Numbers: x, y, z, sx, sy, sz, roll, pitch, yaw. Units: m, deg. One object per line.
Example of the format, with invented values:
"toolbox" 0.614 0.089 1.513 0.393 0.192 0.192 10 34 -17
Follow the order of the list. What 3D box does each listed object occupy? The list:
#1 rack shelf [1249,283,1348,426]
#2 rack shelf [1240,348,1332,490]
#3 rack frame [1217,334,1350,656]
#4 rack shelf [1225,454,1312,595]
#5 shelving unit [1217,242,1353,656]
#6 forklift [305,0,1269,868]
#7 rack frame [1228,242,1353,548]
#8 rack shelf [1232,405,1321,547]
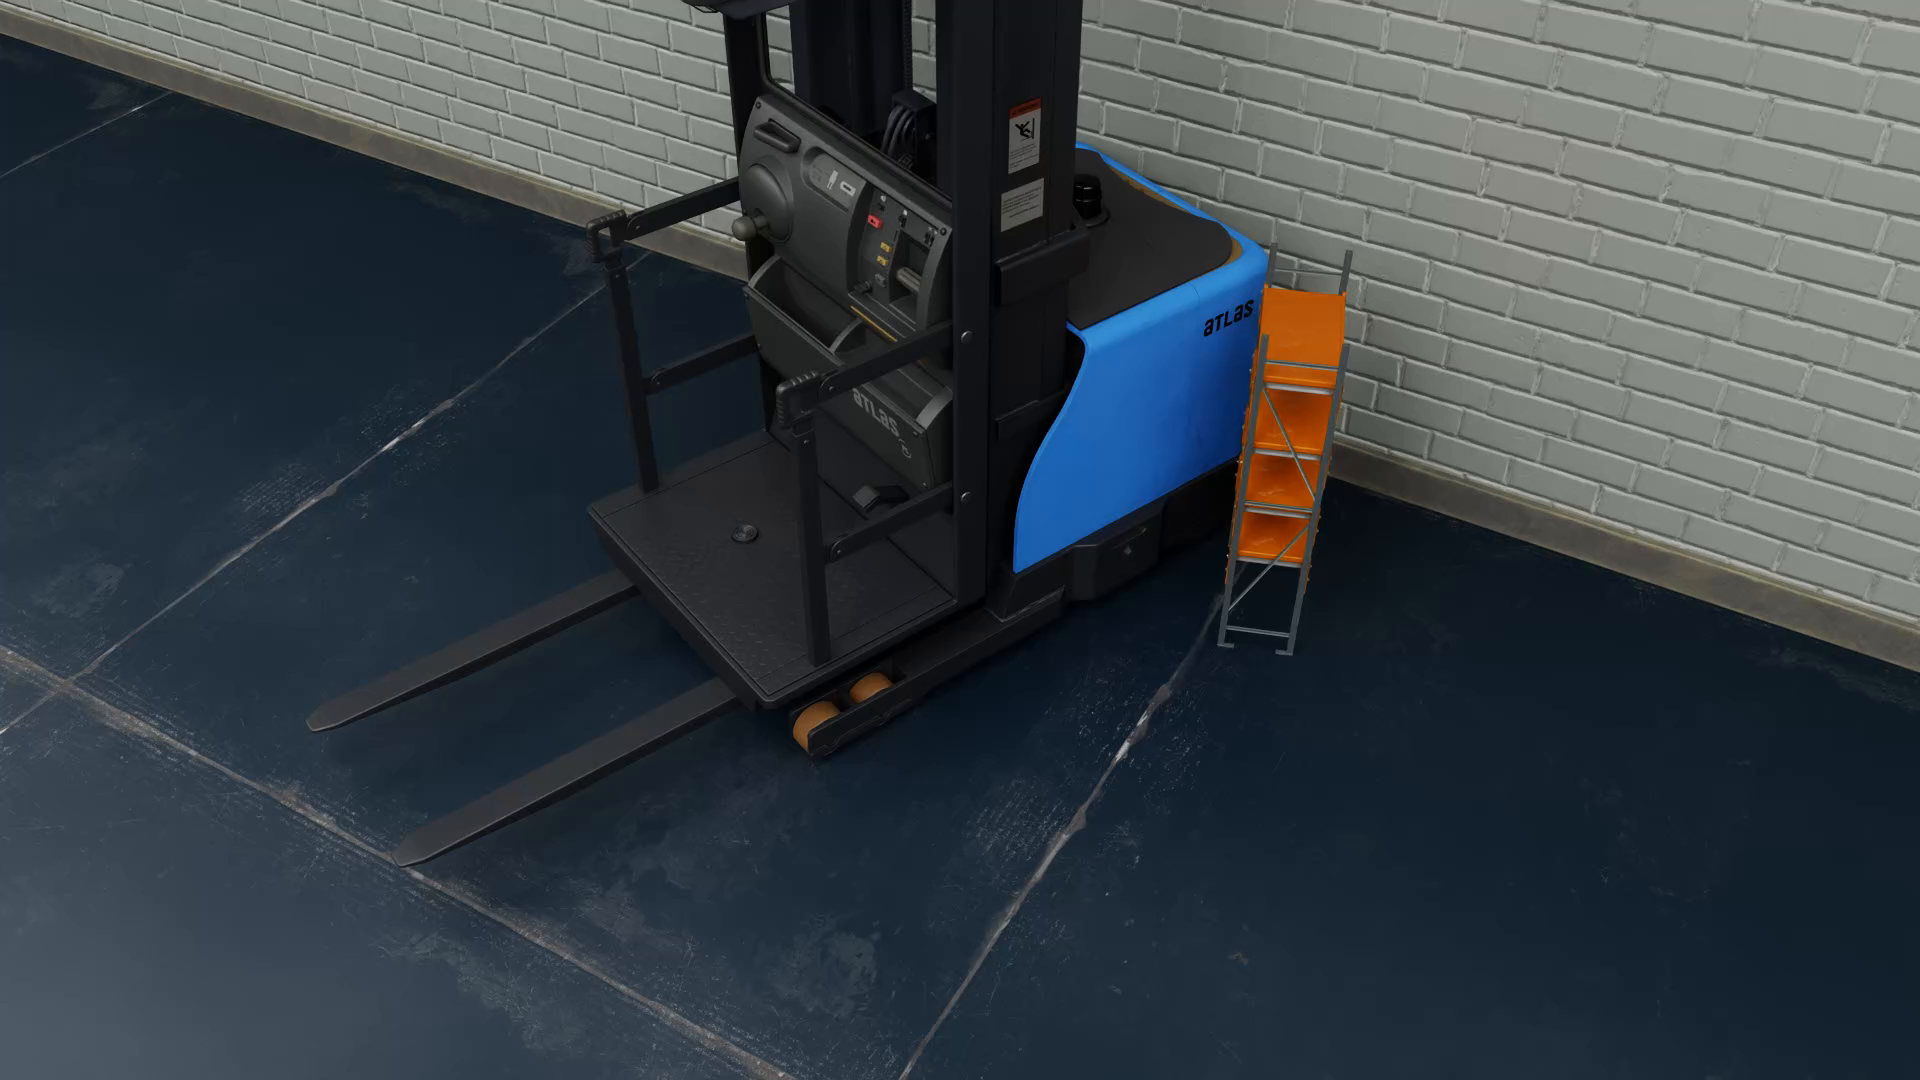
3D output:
"rack shelf" 0.994 -0.551 4.873 0.258 0.148 0.480 7 42 8
"rack shelf" 0.994 -0.373 5.029 0.258 0.148 0.480 7 42 8
"rack frame" 0.948 -0.097 4.953 0.240 1.200 0.015 7 42 8
"rack shelf" 0.994 -0.056 5.308 0.258 0.148 0.480 7 42 8
"shelving unit" 0.994 -0.256 5.133 0.258 1.200 0.503 7 42 8
"forklift" -0.497 -0.847 4.494 3.031 2.935 1.130 -27 48 -27
"rack frame" 1.040 -0.414 5.312 0.240 1.200 0.015 7 42 8
"rack shelf" 0.994 -0.205 5.177 0.258 0.148 0.480 7 42 8
